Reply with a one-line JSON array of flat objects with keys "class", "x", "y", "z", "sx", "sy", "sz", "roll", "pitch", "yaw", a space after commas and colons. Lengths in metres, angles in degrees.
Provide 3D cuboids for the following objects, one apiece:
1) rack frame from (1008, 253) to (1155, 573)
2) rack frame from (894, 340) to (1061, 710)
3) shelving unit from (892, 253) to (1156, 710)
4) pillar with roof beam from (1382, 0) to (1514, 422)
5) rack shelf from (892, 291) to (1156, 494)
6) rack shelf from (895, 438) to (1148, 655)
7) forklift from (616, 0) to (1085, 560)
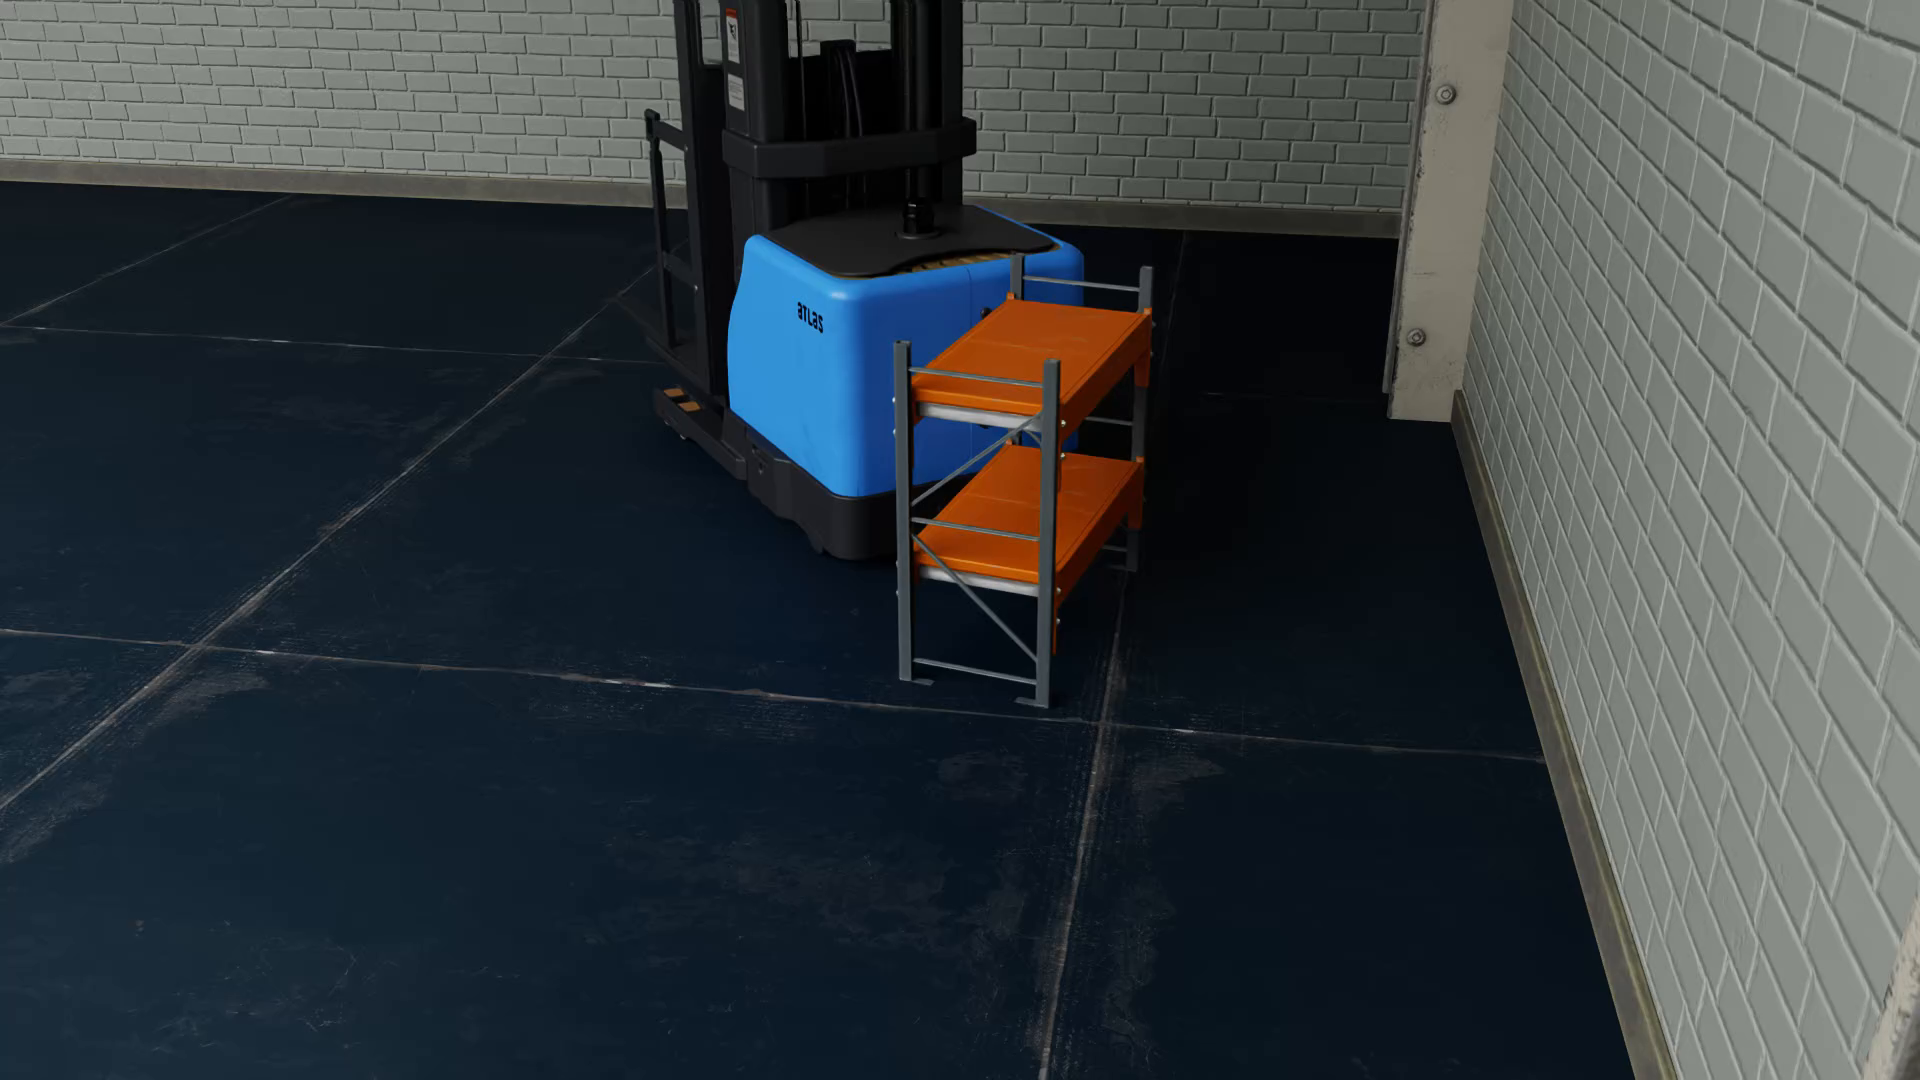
[{"class": "rack frame", "x": 0.411, "y": -0.433, "z": 5.847, "sx": 0.500, "sy": 1.125, "sz": 0.032, "roll": 9, "pitch": 27, "yaw": 19}, {"class": "rack frame", "x": 0.046, "y": -0.030, "z": 4.988, "sx": 0.500, "sy": 1.125, "sz": 0.032, "roll": 9, "pitch": 27, "yaw": 19}, {"class": "shelving unit", "x": 0.229, "y": -0.232, "z": 5.418, "sx": 0.538, "sy": 1.125, "sz": 1.048, "roll": 9, "pitch": 27, "yaw": 19}, {"class": "pillar with roof beam", "x": -2.158, "y": -4.987, "z": 6.290, "sx": 9.100, "sy": 9.000, "sz": 0.400, "roll": 4, "pitch": 25, "yaw": 9}, {"class": "rack shelf", "x": 0.229, "y": -0.497, "z": 5.294, "sx": 0.538, "sy": 0.278, "sz": 1.000, "roll": 9, "pitch": 27, "yaw": 19}, {"class": "rack shelf", "x": 0.229, "y": -0.010, "z": 5.521, "sx": 0.538, "sy": 0.278, "sz": 1.000, "roll": 9, "pitch": 27, "yaw": 19}, {"class": "forklift", "x": -0.691, "y": -1.842, "z": 6.728, "sx": 1.130, "sy": 2.935, "sz": 3.031, "roll": -13, "pitch": 28, "yaw": -26}]
